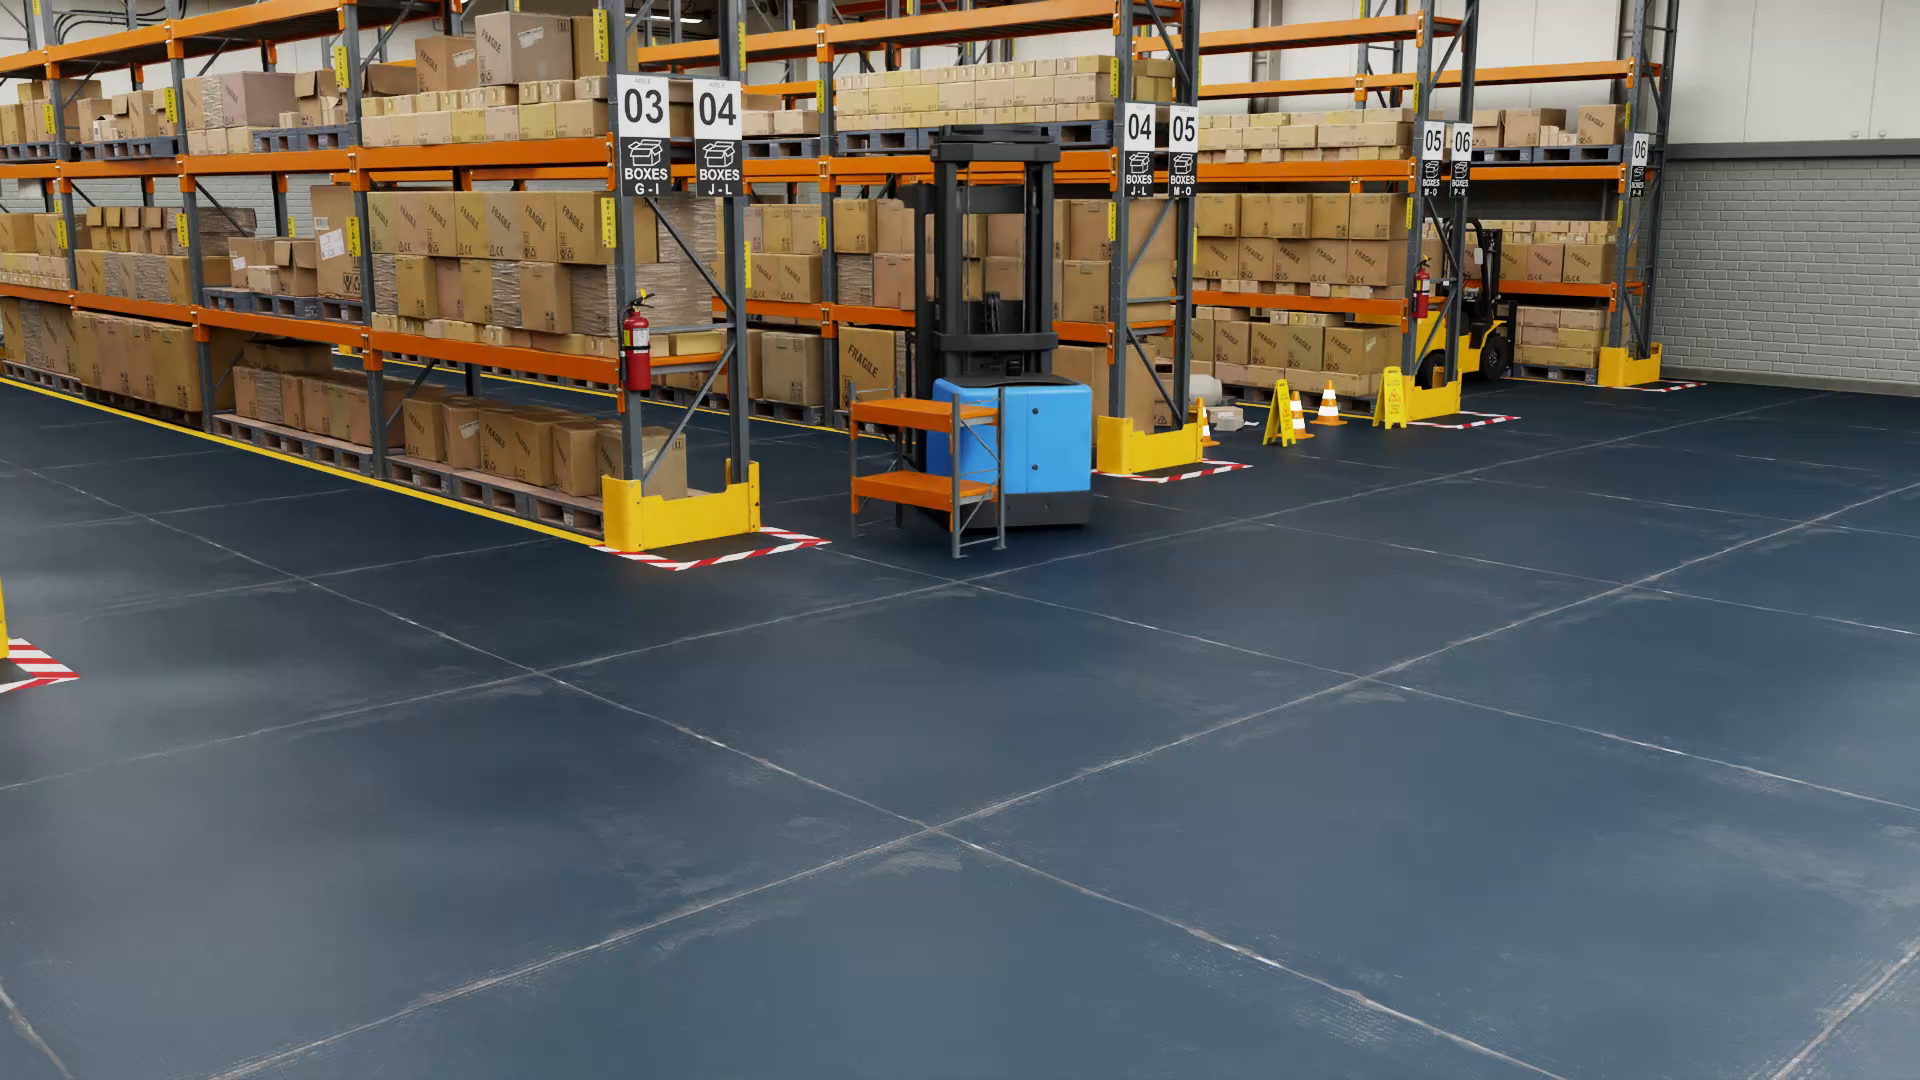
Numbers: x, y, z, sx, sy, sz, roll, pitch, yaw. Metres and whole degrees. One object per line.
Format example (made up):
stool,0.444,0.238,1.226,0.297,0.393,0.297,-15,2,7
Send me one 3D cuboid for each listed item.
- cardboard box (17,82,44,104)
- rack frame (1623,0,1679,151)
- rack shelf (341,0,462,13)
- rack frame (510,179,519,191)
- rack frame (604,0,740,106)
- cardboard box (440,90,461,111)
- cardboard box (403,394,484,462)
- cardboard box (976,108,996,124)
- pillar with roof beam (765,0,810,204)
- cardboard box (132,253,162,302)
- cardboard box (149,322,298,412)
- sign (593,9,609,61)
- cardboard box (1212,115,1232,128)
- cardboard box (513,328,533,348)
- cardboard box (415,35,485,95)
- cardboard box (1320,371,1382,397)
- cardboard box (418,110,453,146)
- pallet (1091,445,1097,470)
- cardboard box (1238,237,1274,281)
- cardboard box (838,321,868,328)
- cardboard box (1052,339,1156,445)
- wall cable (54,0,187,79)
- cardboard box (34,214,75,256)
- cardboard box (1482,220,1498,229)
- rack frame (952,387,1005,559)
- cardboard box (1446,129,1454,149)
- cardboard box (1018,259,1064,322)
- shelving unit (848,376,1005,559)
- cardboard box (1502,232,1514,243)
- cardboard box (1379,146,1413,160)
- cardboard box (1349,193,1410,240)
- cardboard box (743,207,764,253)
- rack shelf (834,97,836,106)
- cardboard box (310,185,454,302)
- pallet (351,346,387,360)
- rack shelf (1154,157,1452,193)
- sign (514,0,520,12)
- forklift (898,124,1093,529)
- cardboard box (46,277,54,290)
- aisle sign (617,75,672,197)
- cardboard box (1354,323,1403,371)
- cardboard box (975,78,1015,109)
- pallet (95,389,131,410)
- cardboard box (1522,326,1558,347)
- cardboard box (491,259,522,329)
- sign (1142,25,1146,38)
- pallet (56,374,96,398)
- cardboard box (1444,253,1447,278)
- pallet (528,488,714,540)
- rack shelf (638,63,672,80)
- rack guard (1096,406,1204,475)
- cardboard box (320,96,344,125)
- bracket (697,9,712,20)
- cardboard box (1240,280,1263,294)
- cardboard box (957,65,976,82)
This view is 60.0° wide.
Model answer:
cardboard box,-11.596,-5.653,21.090,0.500,0.250,0.500,11,16,43
rack frame,8.821,-6.486,21.092,1.000,3.000,0.127,-11,16,-43
rack shelf,-3.315,-4.351,12.519,1.077,0.370,4.000,-11,16,-43
rack frame,-6.564,-3.902,23.418,1.000,3.000,0.127,-11,16,-43
rack frame,-1.934,-4.413,11.029,1.000,3.000,0.127,-11,16,-43
cardboard box,-3.767,-3.374,12.803,0.380,0.149,0.250,-11,16,-44
cardboard box,-4.449,-0.976,14.367,0.500,0.500,0.500,11,16,43
cardboard box,0.371,-3.938,15.494,0.380,0.149,0.250,-11,16,-42
pillar with roof beam,-6.552,-8.740,32.034,9.100,9.000,0.548,-11,16,-43
cardboard box,-8.680,-2.877,18.196,0.500,0.500,0.500,11,16,43
cardboard box,-7.920,-1.911,17.976,0.875,0.875,1.225,11,16,43
sign,-2.350,-3.303,10.881,0.100,0.325,0.005,-11,16,-43
cardboard box,3.199,-4.939,19.666,0.250,0.149,0.380,11,16,43
cardboard box,-3.156,-1.544,12.596,0.380,0.149,0.250,-11,16,-43
cardboard box,-4.201,-3.937,13.928,0.500,0.500,0.500,11,16,43
cardboard box,4.464,-1.798,18.980,0.500,0.250,0.500,-11,16,-43
cardboard box,-3.867,-3.202,12.958,0.500,0.250,0.500,11,16,43
pallet,1.114,-0.891,15.713,1.003,0.211,1.213,-11,16,-43
cardboard box,3.637,-3.315,19.582,0.500,0.500,0.500,-11,16,-42
cardboard box,-1.321,-3.431,25.356,0.875,0.875,0.875,-11,16,-42
cardboard box,1.207,-1.406,15.525,0.875,0.875,0.875,-11,16,-42
wall cable,-14.396,-9.629,28.375,2.277,5.999,0.120,-11,16,-43
cardboard box,-11.075,-3.769,20.547,0.500,0.500,0.500,-11,16,-42
cardboard box,7.357,-4.306,22.786,0.380,0.149,0.250,-11,16,-42
rack frame,0.129,-0.463,11.370,0.032,1.125,0.500,11,16,42
cardboard box,6.864,-5.530,22.932,0.258,0.266,0.396,11,16,44
cardboard box,1.038,-2.349,15.510,0.875,0.550,0.550,-11,16,-43
shelving unit,-0.240,-0.534,11.714,1.048,1.125,0.538,11,16,42
cardboard box,7.475,-4.110,22.570,0.380,0.149,0.250,-11,16,-42
cardboard box,4.784,-4.215,18.124,0.380,0.149,0.250,-11,16,-42
cardboard box,4.722,-3.584,18.410,0.500,0.500,0.700,11,16,44
cardboard box,-2.092,-3.494,18.709,0.700,0.500,0.500,-11,16,-42
rack shelf,-0.848,-8.175,31.082,1.077,0.370,4.000,-11,16,-43
cardboard box,-5.144,-2.693,15.023,1.000,1.000,1.000,-11,16,-42
pallet,-8.739,-2.986,25.880,1.003,0.211,1.213,-11,16,-43
rack shelf,3.852,-4.264,19.524,1.077,0.370,4.000,-11,16,-43
sign,-6.167,-7.454,23.082,0.100,0.325,0.005,-11,16,-43
forklift,0.129,-1.764,13.209,1.130,2.935,3.031,-3,12,-13
cardboard box,-11.024,-3.177,20.519,0.380,0.149,0.250,-11,16,-44
aisle sign,-2.108,-2.697,11.125,0.394,0.787,0.004,-11,16,-43
cardboard box,4.859,-2.241,19.272,0.500,0.500,0.500,11,16,43
cardboard box,0.492,-4.126,15.416,0.500,0.250,0.500,-11,16,-43
pallet,-9.634,-1.758,19.921,1.003,0.211,1.213,-11,16,-43
cardboard box,7.920,-2.754,22.378,0.500,0.250,0.500,-11,16,-43
cardboard box,-3.040,-1.888,12.659,0.875,0.500,0.500,-11,16,-43
sign,2.910,-8.073,26.283,0.100,0.325,0.005,-11,16,-43
pallet,-10.690,-1.982,21.008,1.003,0.211,1.213,-11,16,-43
cardboard box,6.898,-3.932,23.314,0.500,0.500,0.500,-11,16,-43
pallet,-2.522,-0.243,12.569,1.003,0.211,1.213,-11,16,-43
rack shelf,-5.183,-6.000,21.509,1.077,0.370,4.000,-11,16,-43
rack guard,1.739,-0.923,15.153,1.175,0.500,0.348,-11,16,-43
cardboard box,-5.418,-3.790,14.735,0.396,0.266,0.258,-10,15,-41
bracket,-5.619,-11.460,36.315,0.235,0.232,0.430,-11,16,-43
cardboard box,3.527,-3.005,19.684,0.380,0.149,0.250,-11,16,-43
cardboard box,0.191,-4.367,15.597,0.380,0.149,0.250,-11,16,-42
